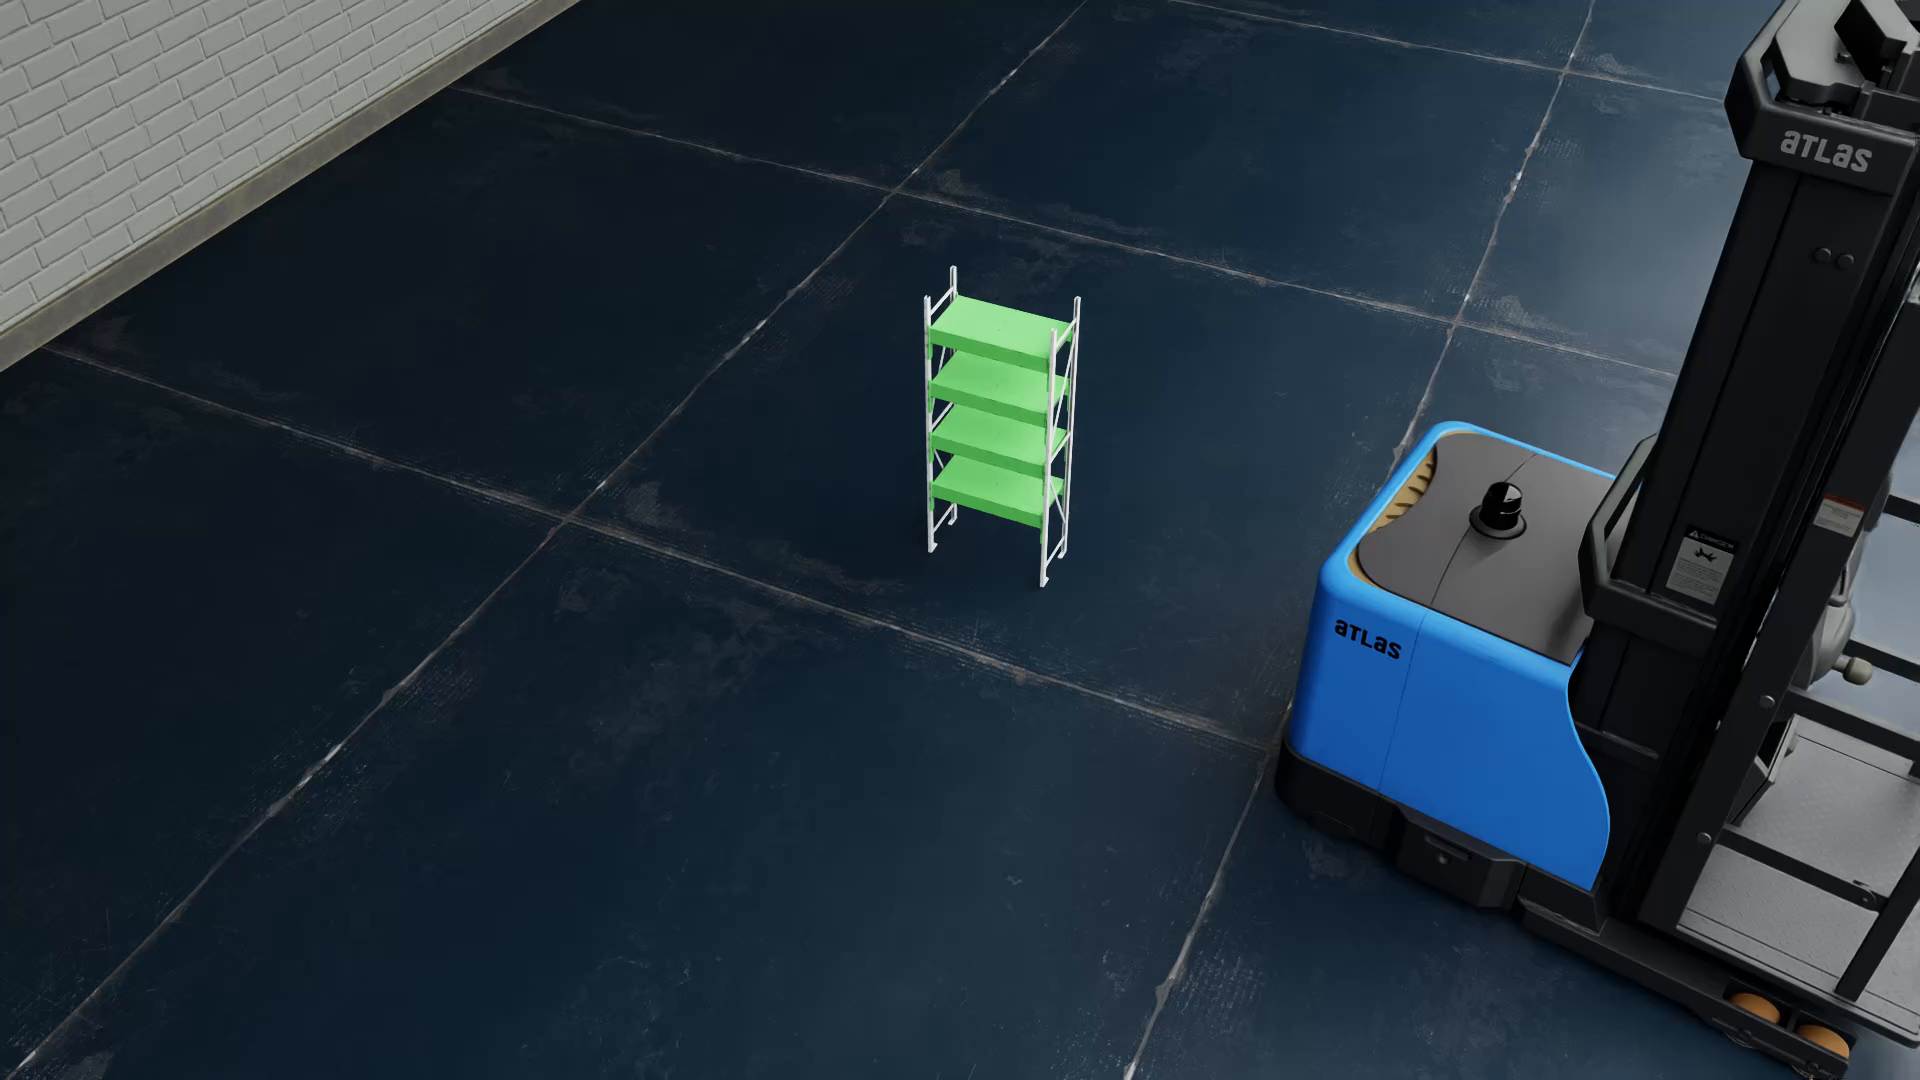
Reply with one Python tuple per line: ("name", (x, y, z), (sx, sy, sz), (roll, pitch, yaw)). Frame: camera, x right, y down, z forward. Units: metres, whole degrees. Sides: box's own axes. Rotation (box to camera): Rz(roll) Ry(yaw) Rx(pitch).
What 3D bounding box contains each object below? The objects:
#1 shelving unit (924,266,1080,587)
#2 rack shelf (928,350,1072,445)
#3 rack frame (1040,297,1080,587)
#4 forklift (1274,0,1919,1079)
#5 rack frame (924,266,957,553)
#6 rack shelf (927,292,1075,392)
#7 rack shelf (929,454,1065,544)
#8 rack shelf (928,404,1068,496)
("shelving unit", (0.150, -0.408, 6.304), (0.503, 1.200, 0.258), (17, 44, 19))
("rack shelf", (0.150, -0.541, 6.189), (0.480, 0.148, 0.258), (17, 44, 19))
("rack frame", (0.371, -0.340, 6.226), (0.015, 1.200, 0.240), (17, 44, 19))
("forklift", (2.575, 0.087, 4.412), (3.031, 2.935, 1.130), (24, 46, 25))
("rack frame", (-0.071, -0.475, 6.382), (0.015, 1.200, 0.240), (17, 44, 19))
("rack shelf", (0.150, -0.722, 6.032), (0.480, 0.148, 0.258), (17, 44, 19))
("rack shelf", (0.150, -0.178, 6.503), (0.480, 0.148, 0.258), (17, 44, 19))
("rack shelf", (0.150, -0.359, 6.346), (0.480, 0.148, 0.258), (17, 44, 19))
